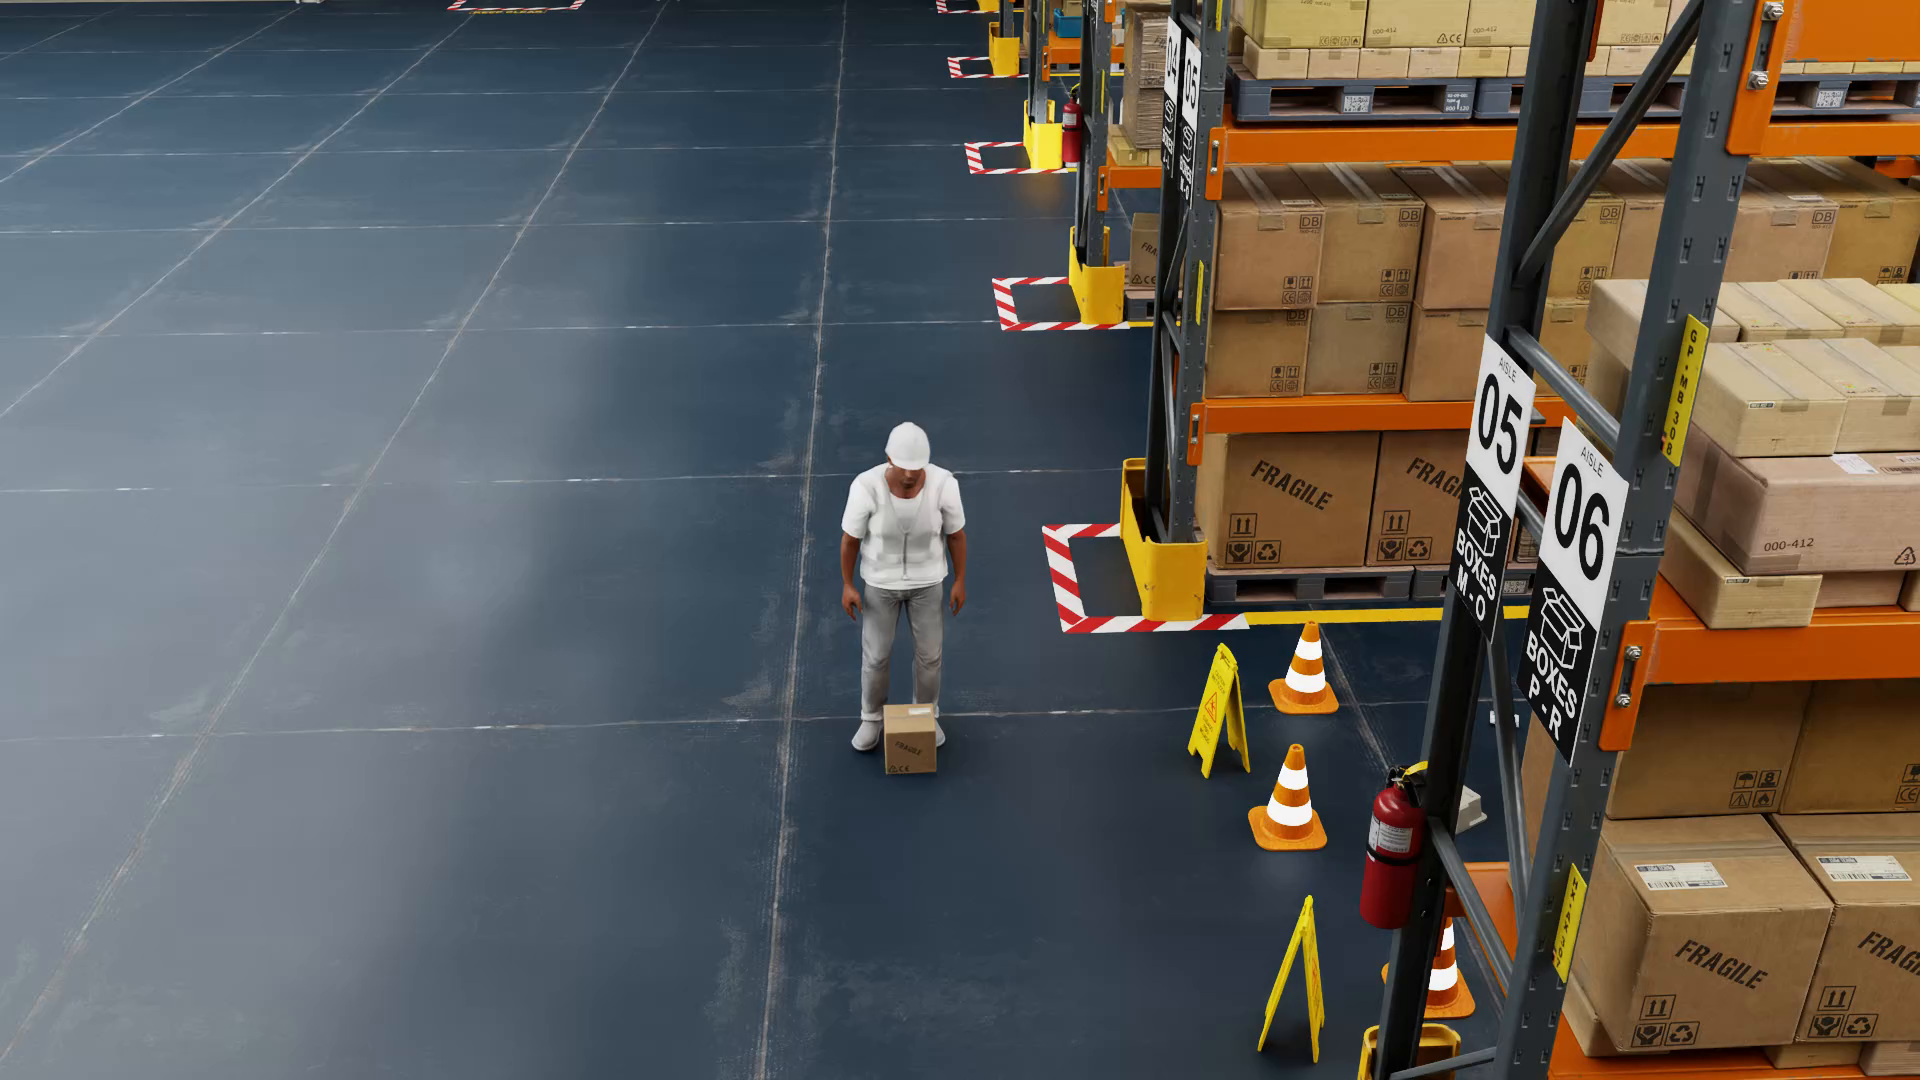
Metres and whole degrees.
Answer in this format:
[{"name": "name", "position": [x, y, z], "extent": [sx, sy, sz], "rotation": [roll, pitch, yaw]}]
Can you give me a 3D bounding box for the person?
[{"name": "person", "position": [-0.261, 0.219, 8.177], "extent": [0.635, 1.760, 0.456], "rotation": [-3, 28, -5]}]
